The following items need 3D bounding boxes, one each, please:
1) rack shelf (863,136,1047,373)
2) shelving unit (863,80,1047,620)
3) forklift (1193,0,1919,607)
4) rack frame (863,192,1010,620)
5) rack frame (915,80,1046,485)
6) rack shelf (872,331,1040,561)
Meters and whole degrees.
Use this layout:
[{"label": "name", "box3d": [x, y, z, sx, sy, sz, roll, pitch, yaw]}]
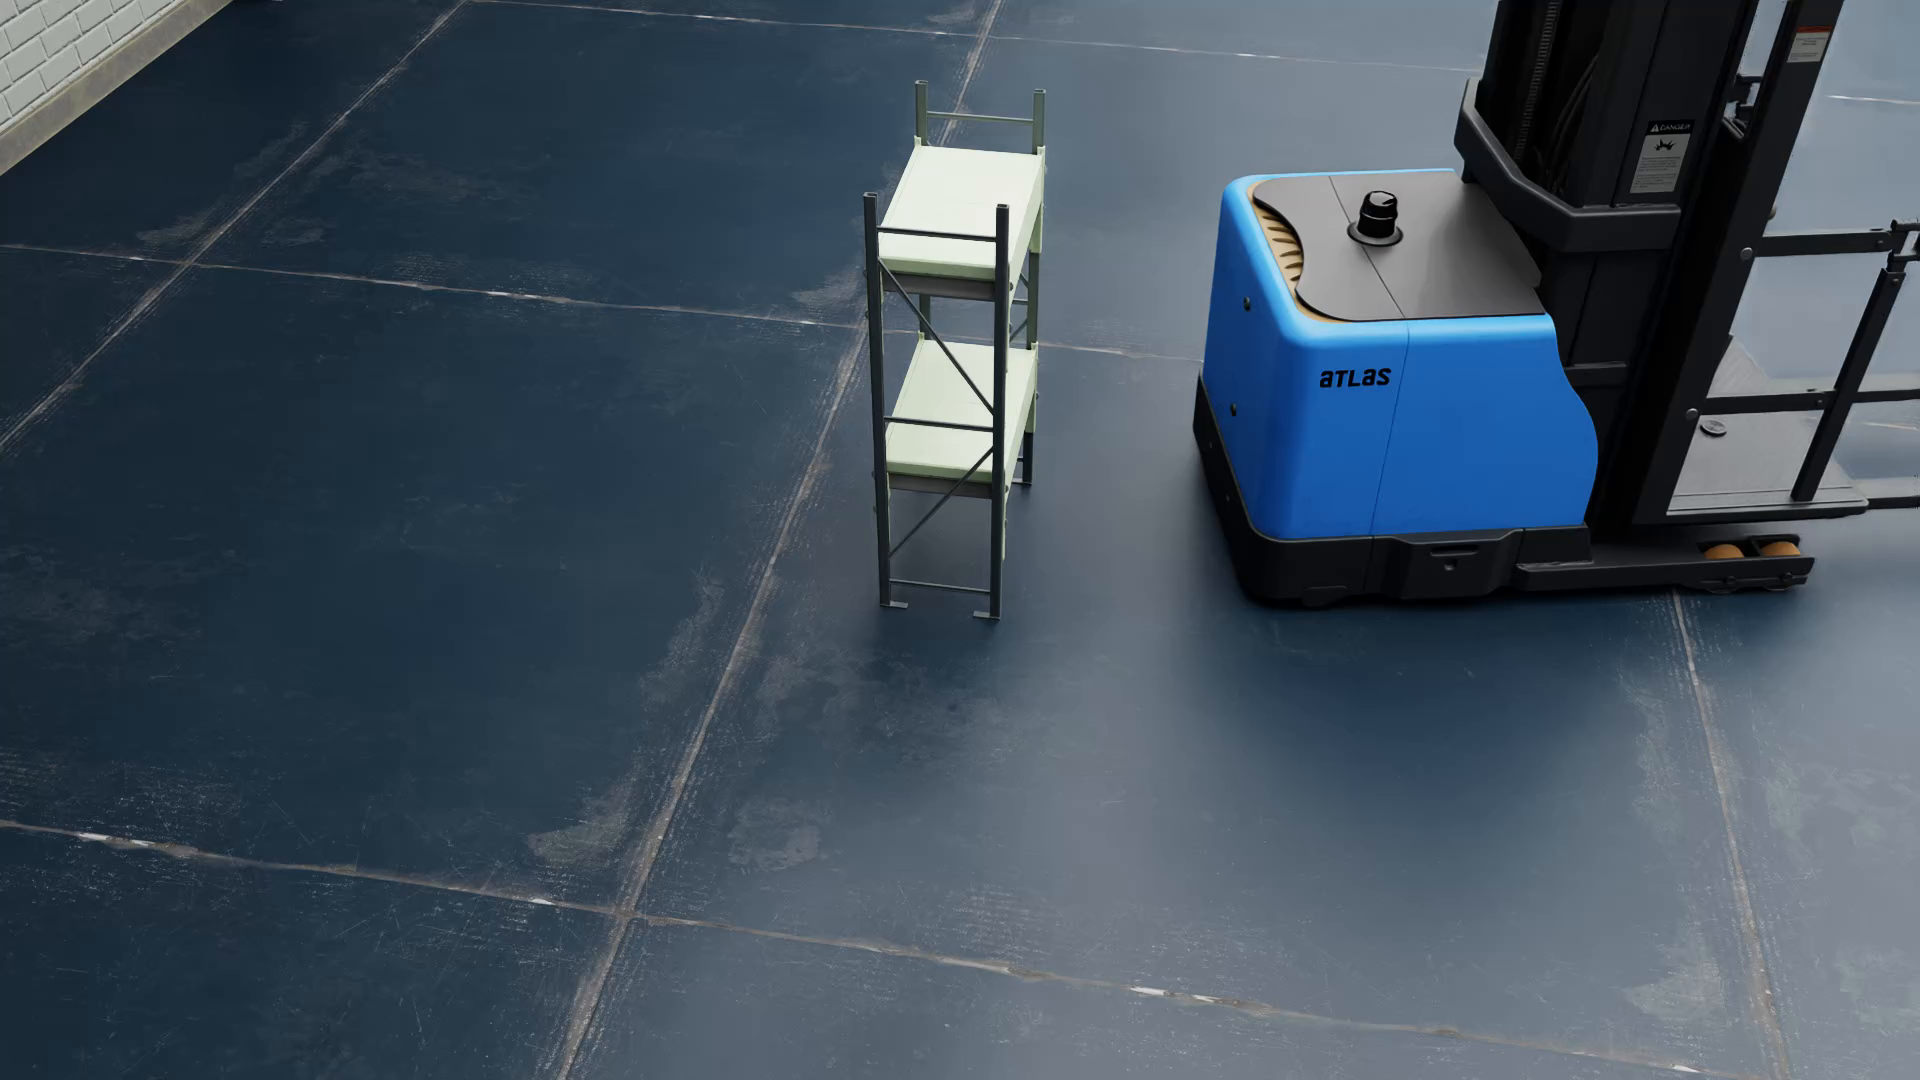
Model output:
[{"label": "rack shelf", "box3d": [-0.001, -0.875, 5.018, 0.431, 0.370, 0.720, 6, 40, 8]}, {"label": "shelving unit", "box3d": [-0.001, -0.574, 5.267, 0.431, 1.500, 0.755, 6, 40, 8]}, {"label": "forklift", "box3d": [2.401, -1.286, 5.005, 3.031, 2.935, 1.130, -3, 40, -3]}, {"label": "rack frame", "box3d": [-0.064, -0.344, 4.989, 0.400, 1.500, 0.023, 6, 40, 8]}, {"label": "rack frame", "box3d": [0.062, -0.804, 5.545, 0.400, 1.500, 0.023, 6, 40, 8]}, {"label": "rack shelf", "box3d": [-0.001, -0.323, 5.475, 0.431, 0.370, 0.720, 6, 40, 8]}]
